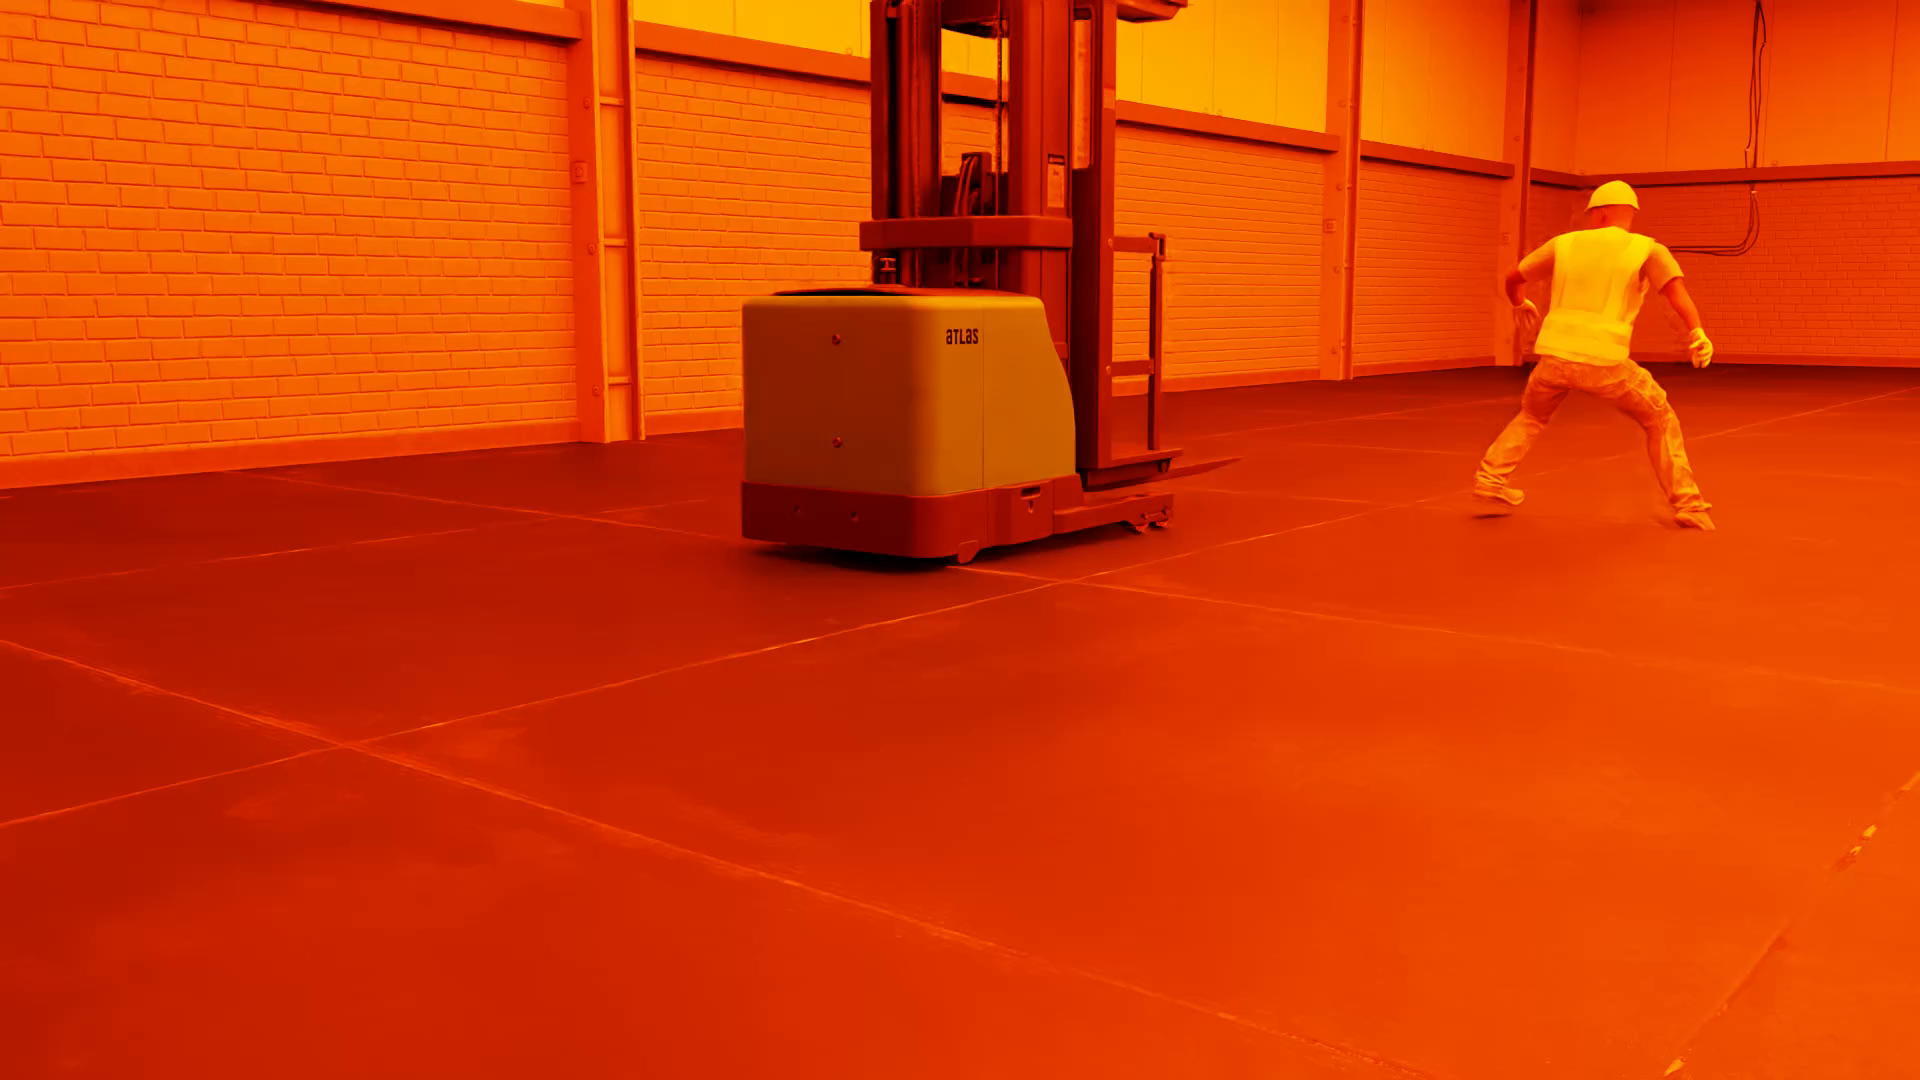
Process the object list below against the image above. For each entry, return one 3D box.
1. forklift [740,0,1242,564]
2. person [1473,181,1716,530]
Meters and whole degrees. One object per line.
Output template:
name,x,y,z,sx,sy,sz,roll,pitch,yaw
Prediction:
forklift,0.351,-1.525,7.701,1.130,2.935,3.031,6,10,36
person,3.061,-0.833,7.893,0.570,1.723,1.159,-8,11,-43
